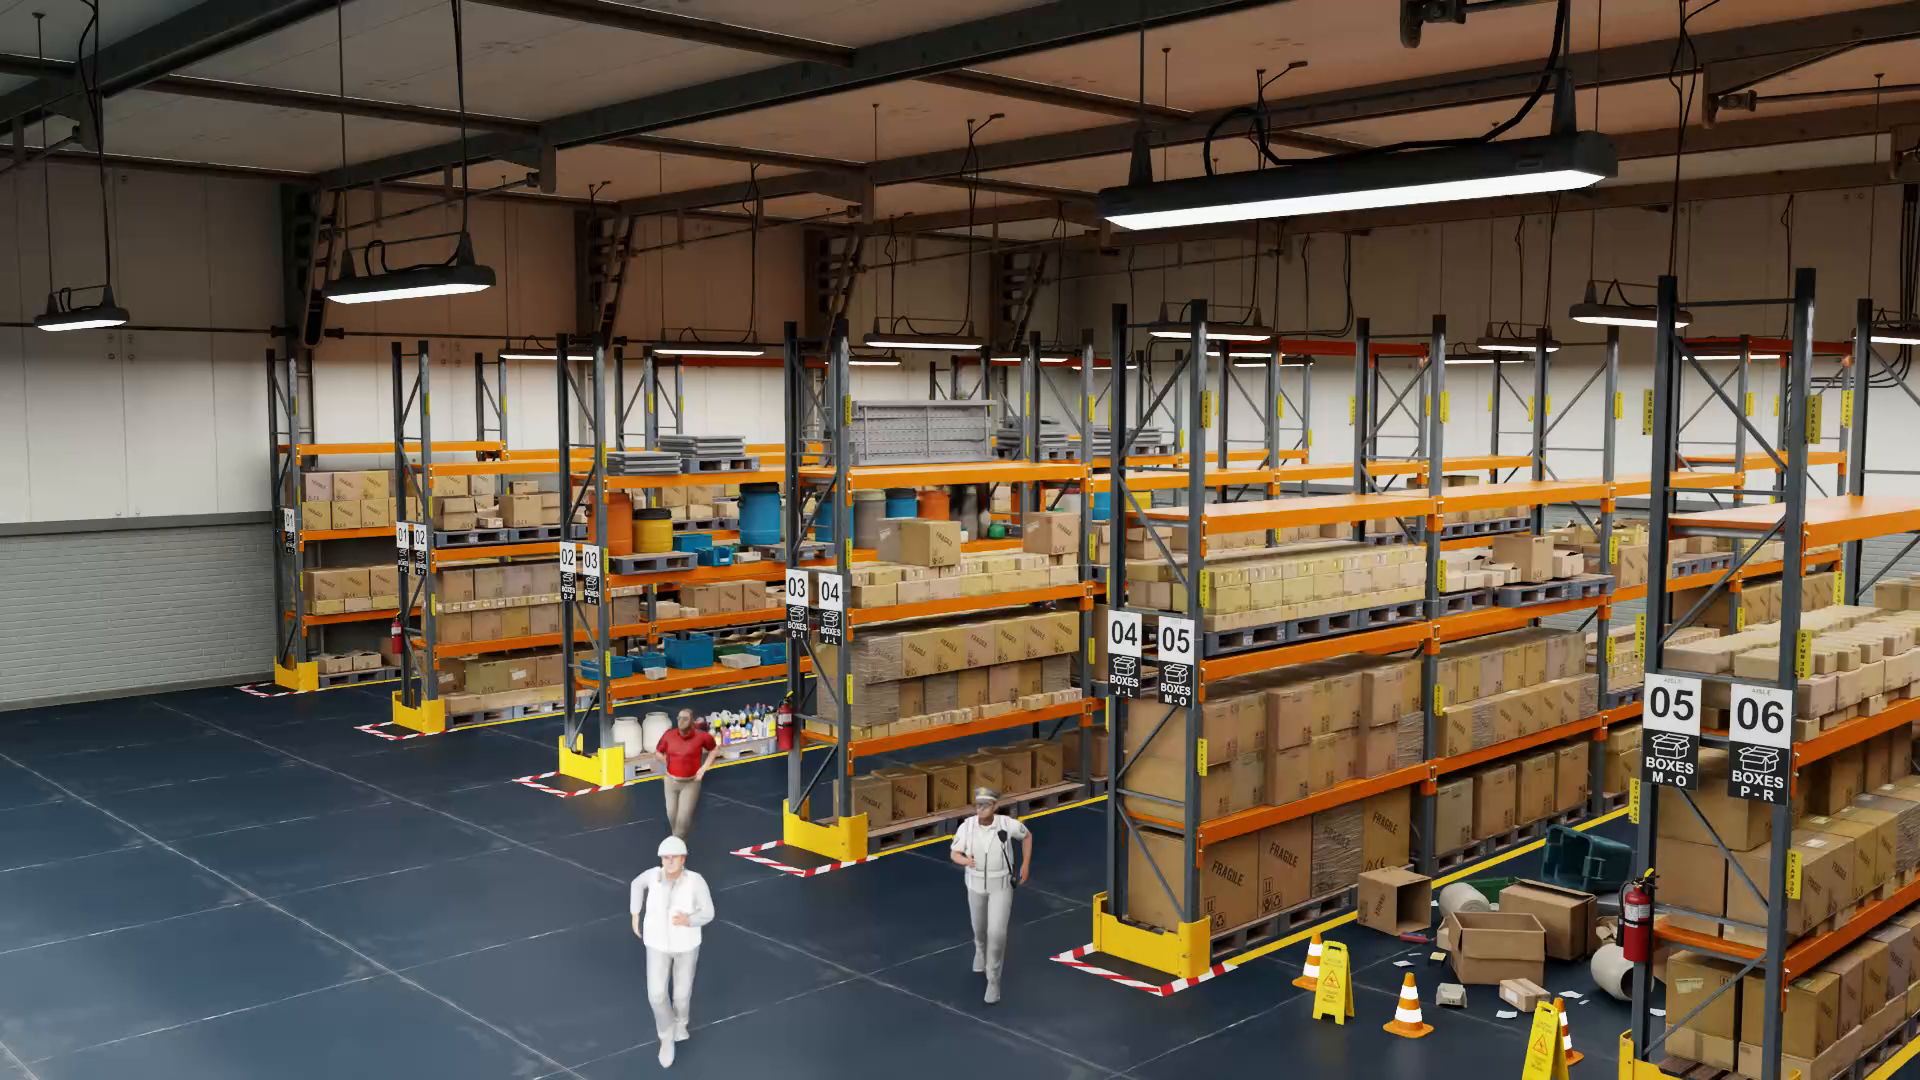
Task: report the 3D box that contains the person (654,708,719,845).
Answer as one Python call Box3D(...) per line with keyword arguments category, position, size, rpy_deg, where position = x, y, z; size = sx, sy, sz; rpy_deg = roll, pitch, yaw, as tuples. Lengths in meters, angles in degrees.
Box3D(category="person", position=(-3.033, 2.732, 18.347), size=(0.662, 1.791, 0.805), rpy_deg=(1, 5, 10))

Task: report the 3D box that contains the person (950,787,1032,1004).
Box3D(category="person", position=(0.272, 3.034, 14.517), size=(0.673, 1.843, 0.926), rpy_deg=(1, 5, 13))

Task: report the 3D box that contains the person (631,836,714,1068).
Box3D(category="person", position=(-2.244, 3.166, 12.964), size=(0.681, 1.787, 0.827), rpy_deg=(0, 5, -2))

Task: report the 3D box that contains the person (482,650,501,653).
Box3D(category="person", position=(-8.024, 1.817, 28.536), size=(0.868, 1.851, 0.687), rpy_deg=(-4, 7, -42))
